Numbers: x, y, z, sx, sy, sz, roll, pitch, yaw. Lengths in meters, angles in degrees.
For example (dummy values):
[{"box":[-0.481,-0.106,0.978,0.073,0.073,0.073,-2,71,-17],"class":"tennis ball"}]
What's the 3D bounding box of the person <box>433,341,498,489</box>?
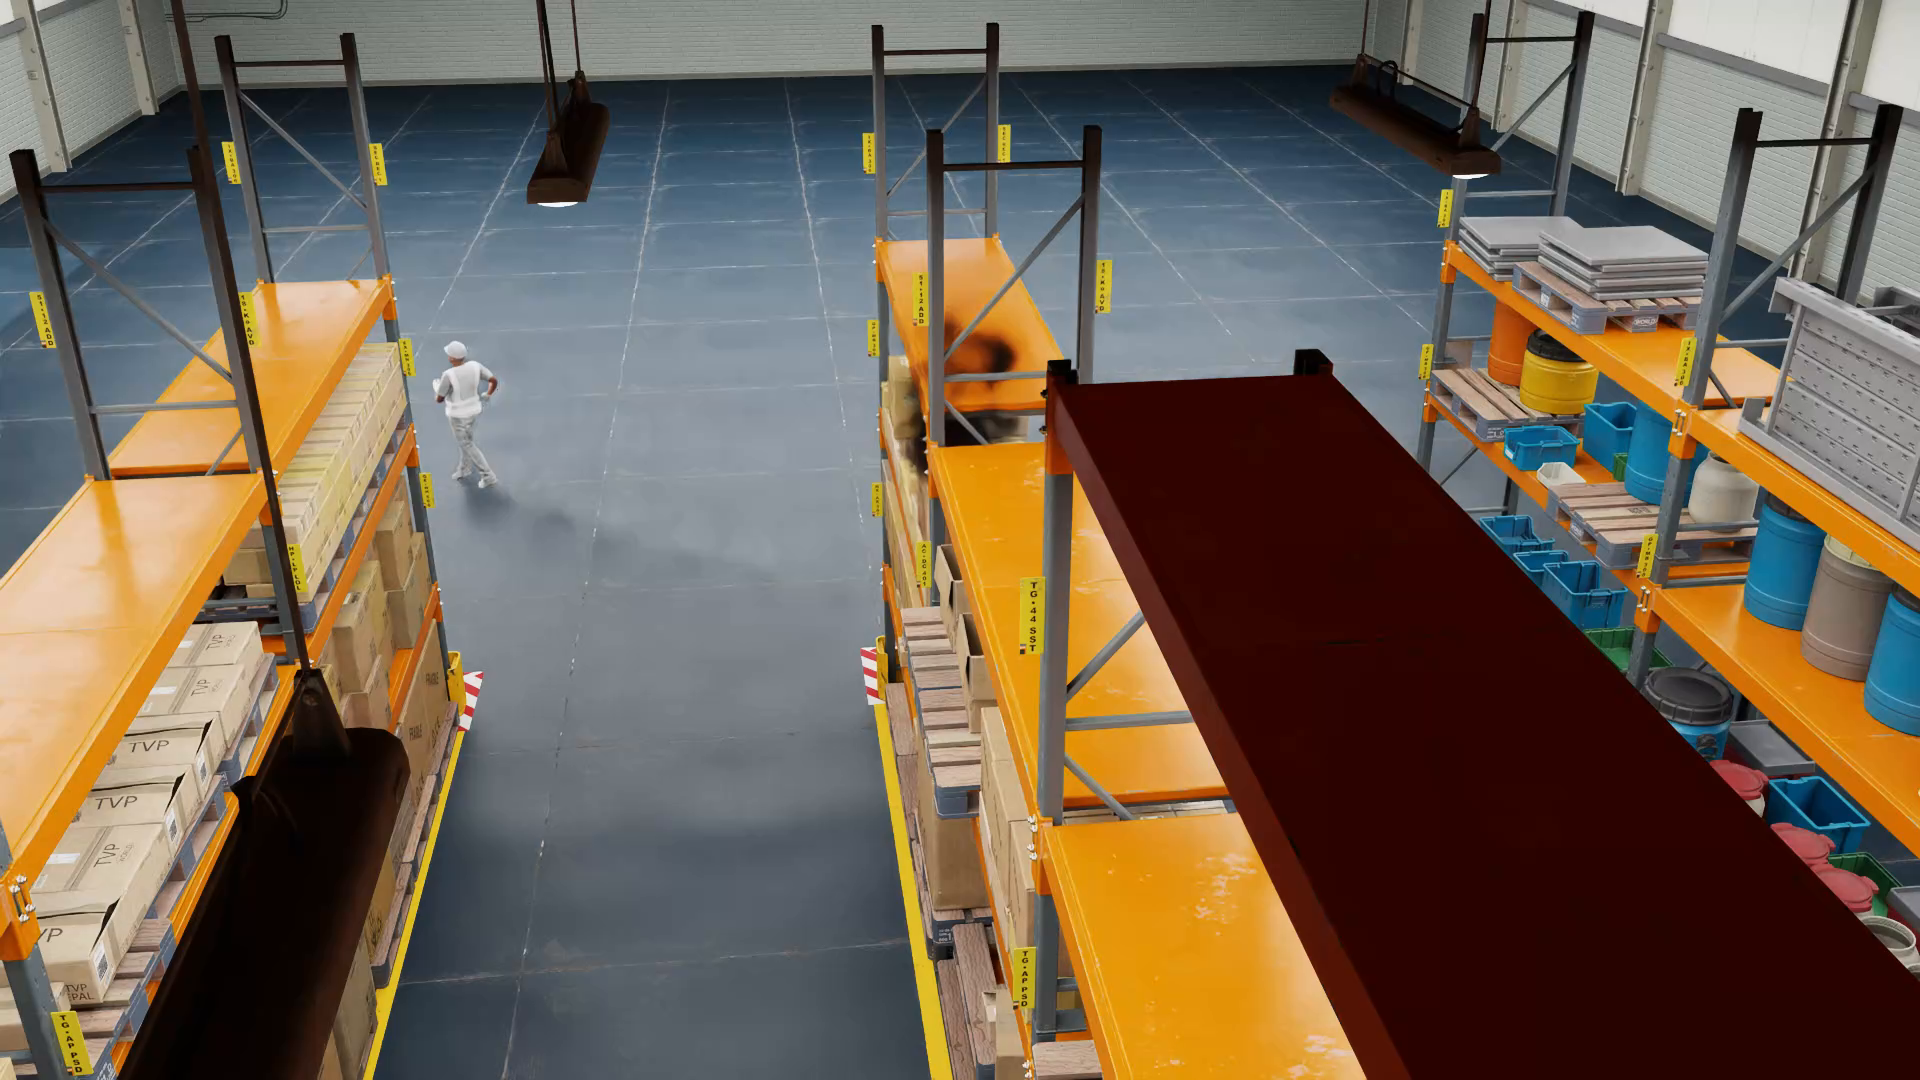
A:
[{"box":[-5.802,-1.459,19.452,0.863,1.818,0.671,14,29,26],"class":"person"}]
